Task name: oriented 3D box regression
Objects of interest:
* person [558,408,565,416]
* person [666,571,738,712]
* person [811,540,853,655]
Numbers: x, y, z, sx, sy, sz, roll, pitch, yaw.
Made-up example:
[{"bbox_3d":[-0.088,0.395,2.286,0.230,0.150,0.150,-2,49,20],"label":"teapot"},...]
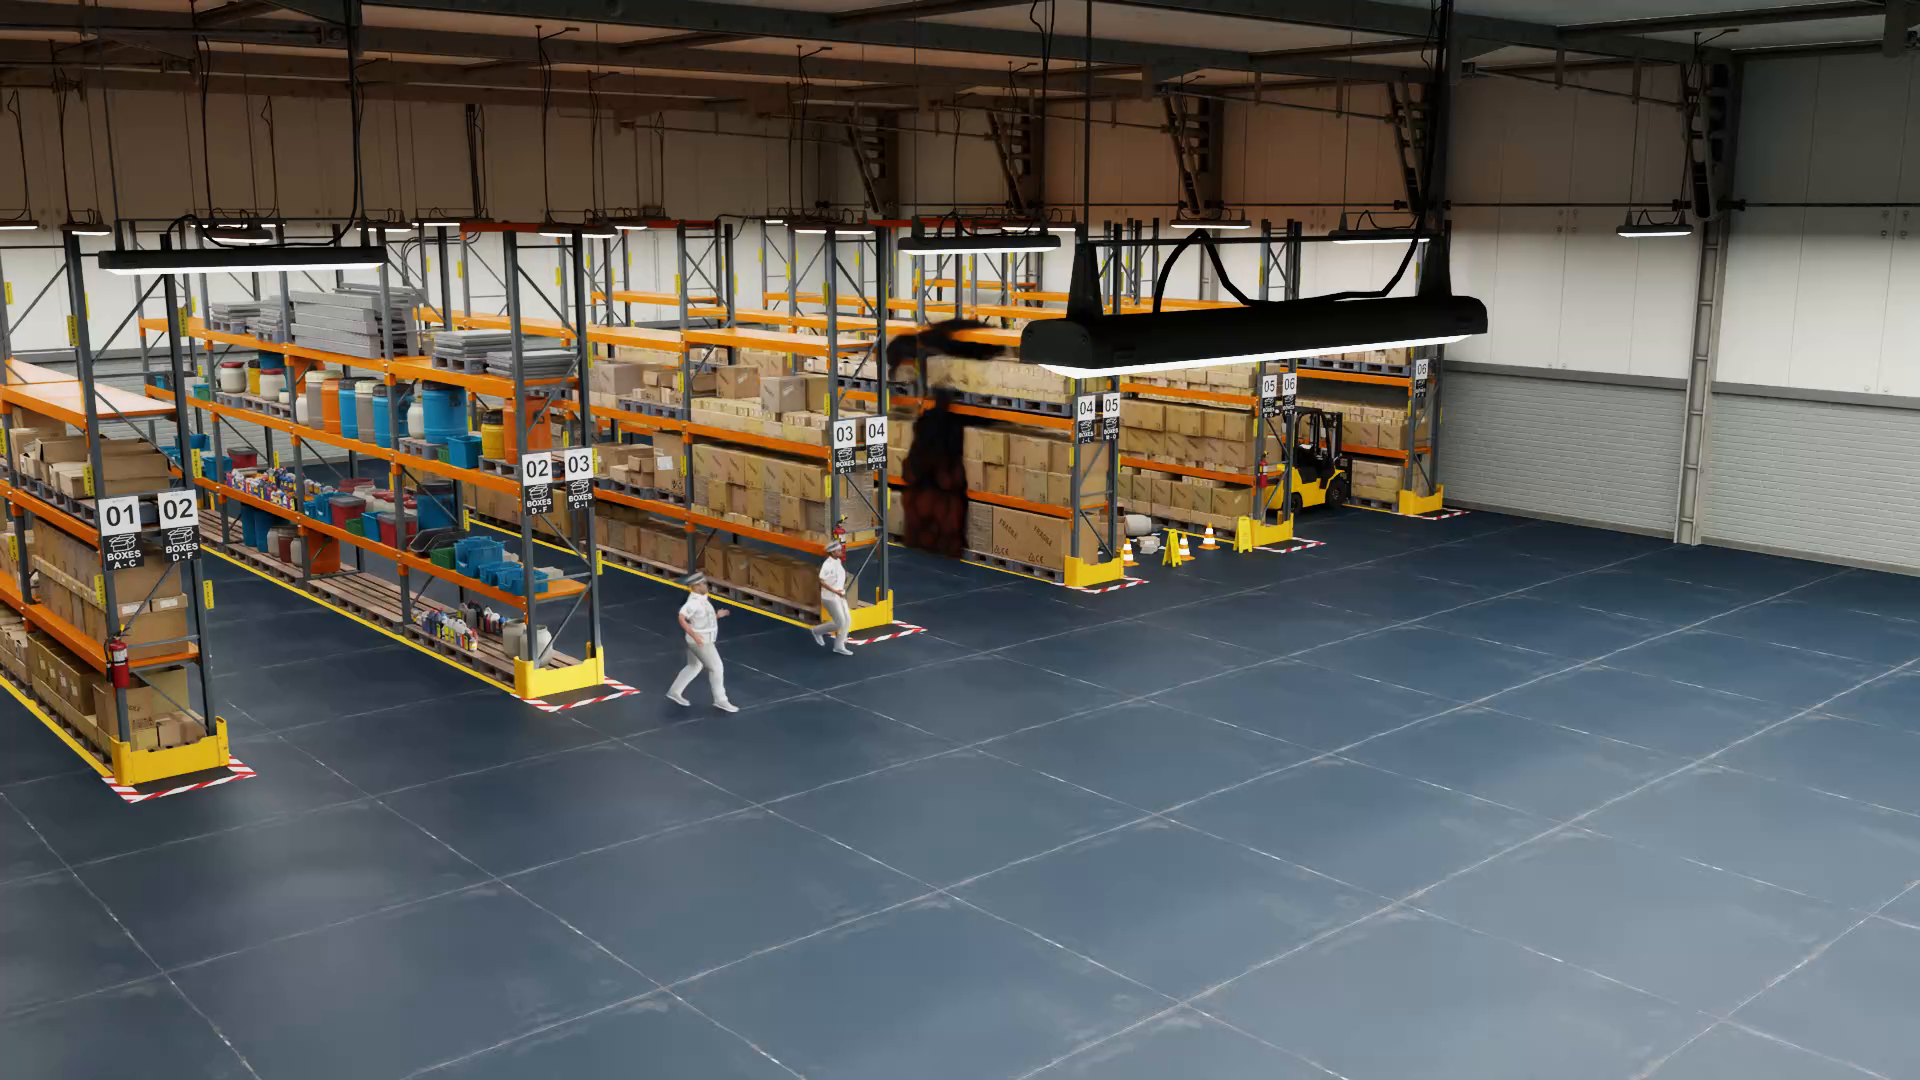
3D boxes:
[{"bbox_3d":[-9.268,-2.276,38.632,0.765,1.756,1.042,-4,12,-20],"label":"person"},{"bbox_3d":[-3.275,1.287,20.952,0.901,1.817,0.647,-2,12,-12],"label":"person"},{"bbox_3d":[-1.836,0.818,23.694,0.599,1.677,0.589,4,12,17],"label":"person"}]
